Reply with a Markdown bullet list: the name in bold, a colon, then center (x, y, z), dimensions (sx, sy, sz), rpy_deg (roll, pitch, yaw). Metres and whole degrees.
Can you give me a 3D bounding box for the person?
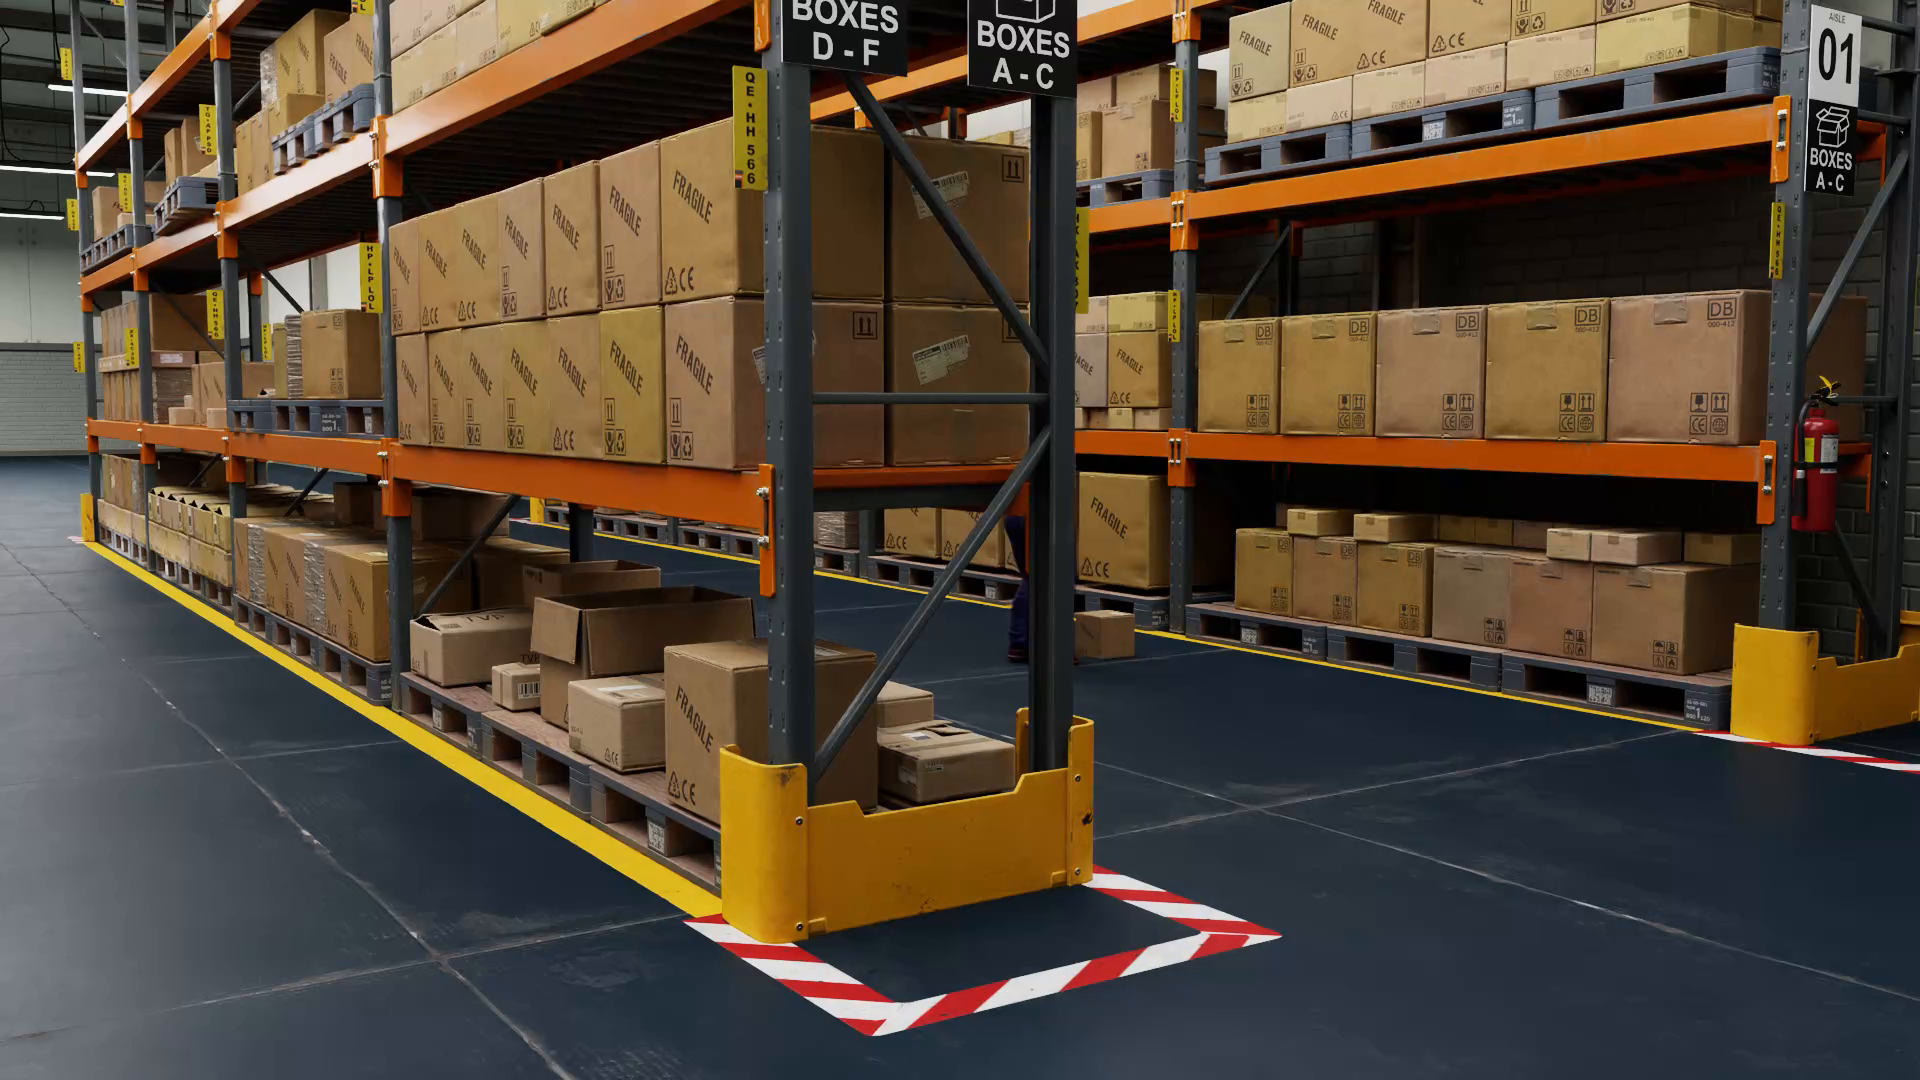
- **person**: center (0.446, -0.102, 9.539), dimensions (0.347, 1.634, 0.480), rpy_deg (-3, 6, -33)
